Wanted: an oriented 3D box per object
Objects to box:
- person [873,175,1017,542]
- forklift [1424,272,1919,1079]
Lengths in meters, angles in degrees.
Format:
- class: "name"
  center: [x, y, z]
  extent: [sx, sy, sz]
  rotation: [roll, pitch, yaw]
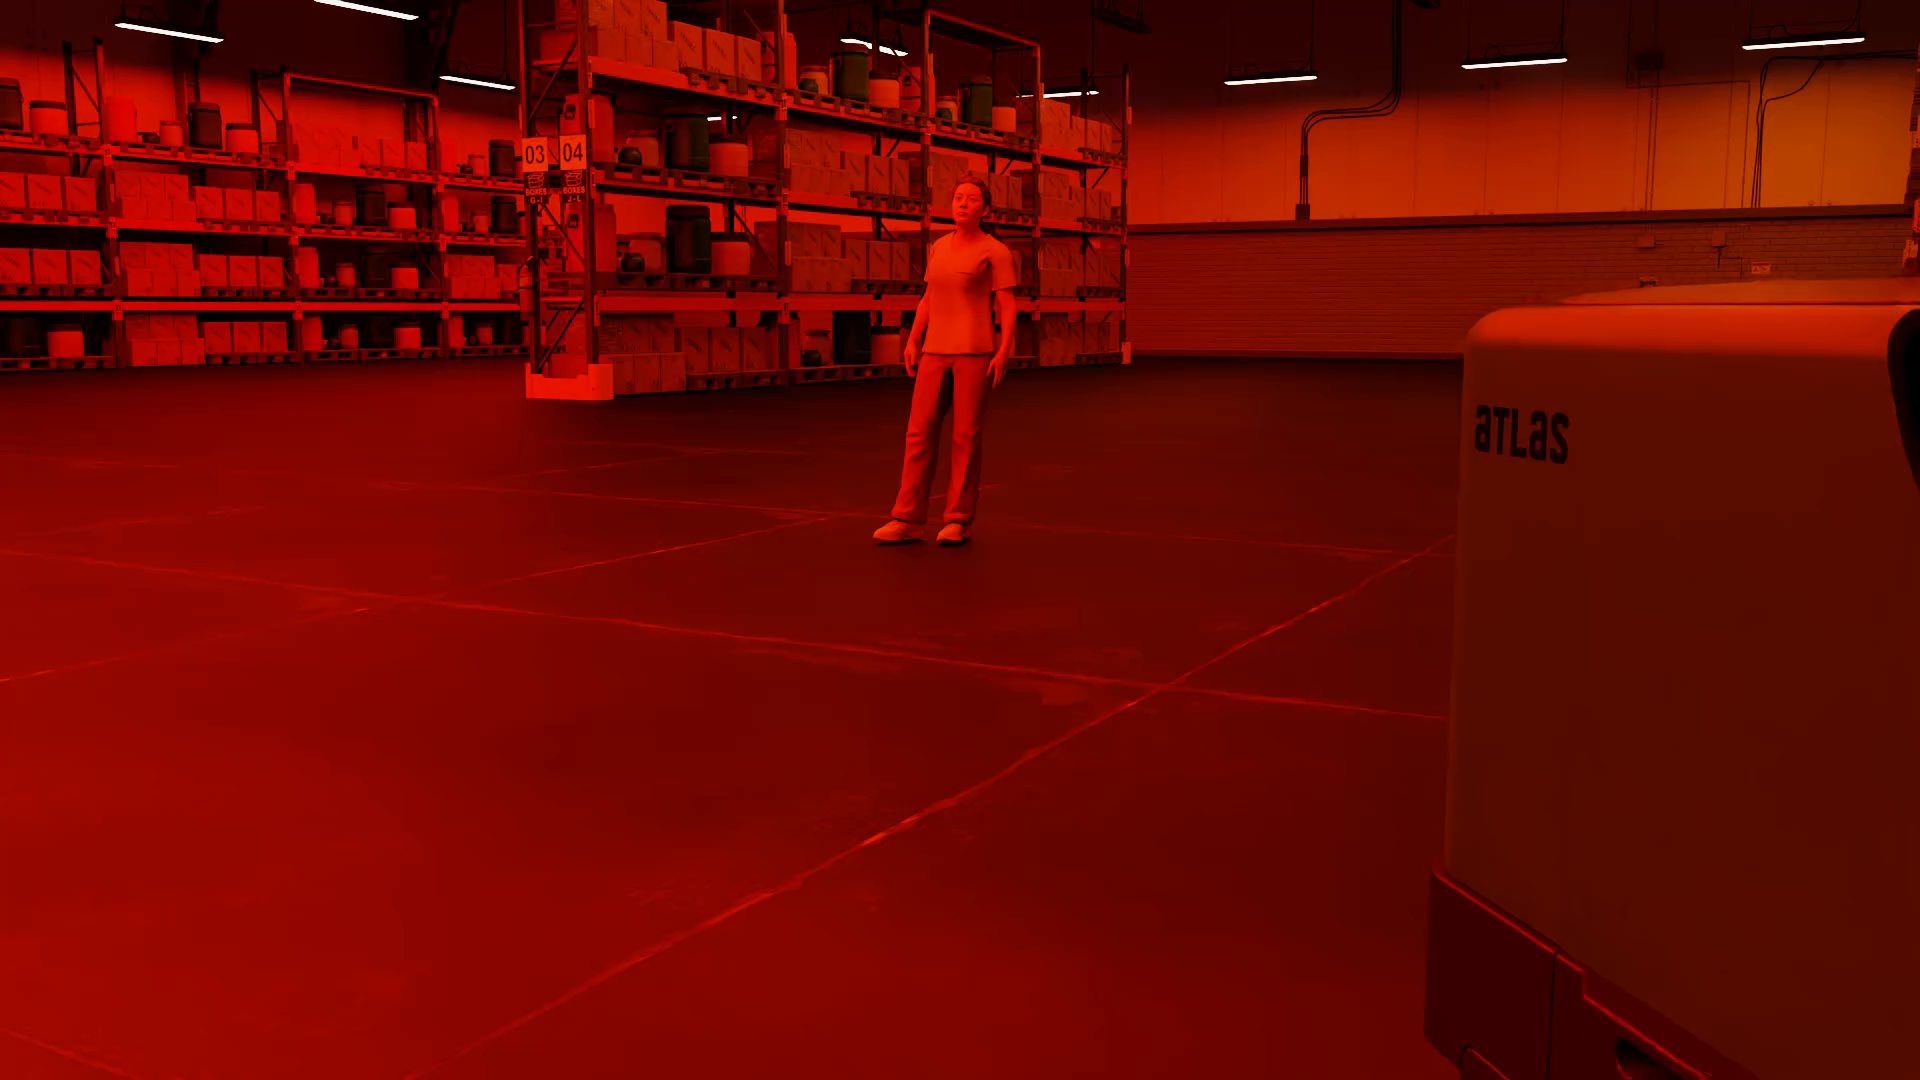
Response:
- class: "person"
  center: [-0.046, -0.829, 7.640]
  extent: [0.553, 1.673, 0.548]
  rotation: [4, 9, 29]
- class: "forklift"
  center: [1.469, -0.516, 0.836]
  extent: [1.130, 2.935, 3.031]
  rotation: [-2, 8, -13]
